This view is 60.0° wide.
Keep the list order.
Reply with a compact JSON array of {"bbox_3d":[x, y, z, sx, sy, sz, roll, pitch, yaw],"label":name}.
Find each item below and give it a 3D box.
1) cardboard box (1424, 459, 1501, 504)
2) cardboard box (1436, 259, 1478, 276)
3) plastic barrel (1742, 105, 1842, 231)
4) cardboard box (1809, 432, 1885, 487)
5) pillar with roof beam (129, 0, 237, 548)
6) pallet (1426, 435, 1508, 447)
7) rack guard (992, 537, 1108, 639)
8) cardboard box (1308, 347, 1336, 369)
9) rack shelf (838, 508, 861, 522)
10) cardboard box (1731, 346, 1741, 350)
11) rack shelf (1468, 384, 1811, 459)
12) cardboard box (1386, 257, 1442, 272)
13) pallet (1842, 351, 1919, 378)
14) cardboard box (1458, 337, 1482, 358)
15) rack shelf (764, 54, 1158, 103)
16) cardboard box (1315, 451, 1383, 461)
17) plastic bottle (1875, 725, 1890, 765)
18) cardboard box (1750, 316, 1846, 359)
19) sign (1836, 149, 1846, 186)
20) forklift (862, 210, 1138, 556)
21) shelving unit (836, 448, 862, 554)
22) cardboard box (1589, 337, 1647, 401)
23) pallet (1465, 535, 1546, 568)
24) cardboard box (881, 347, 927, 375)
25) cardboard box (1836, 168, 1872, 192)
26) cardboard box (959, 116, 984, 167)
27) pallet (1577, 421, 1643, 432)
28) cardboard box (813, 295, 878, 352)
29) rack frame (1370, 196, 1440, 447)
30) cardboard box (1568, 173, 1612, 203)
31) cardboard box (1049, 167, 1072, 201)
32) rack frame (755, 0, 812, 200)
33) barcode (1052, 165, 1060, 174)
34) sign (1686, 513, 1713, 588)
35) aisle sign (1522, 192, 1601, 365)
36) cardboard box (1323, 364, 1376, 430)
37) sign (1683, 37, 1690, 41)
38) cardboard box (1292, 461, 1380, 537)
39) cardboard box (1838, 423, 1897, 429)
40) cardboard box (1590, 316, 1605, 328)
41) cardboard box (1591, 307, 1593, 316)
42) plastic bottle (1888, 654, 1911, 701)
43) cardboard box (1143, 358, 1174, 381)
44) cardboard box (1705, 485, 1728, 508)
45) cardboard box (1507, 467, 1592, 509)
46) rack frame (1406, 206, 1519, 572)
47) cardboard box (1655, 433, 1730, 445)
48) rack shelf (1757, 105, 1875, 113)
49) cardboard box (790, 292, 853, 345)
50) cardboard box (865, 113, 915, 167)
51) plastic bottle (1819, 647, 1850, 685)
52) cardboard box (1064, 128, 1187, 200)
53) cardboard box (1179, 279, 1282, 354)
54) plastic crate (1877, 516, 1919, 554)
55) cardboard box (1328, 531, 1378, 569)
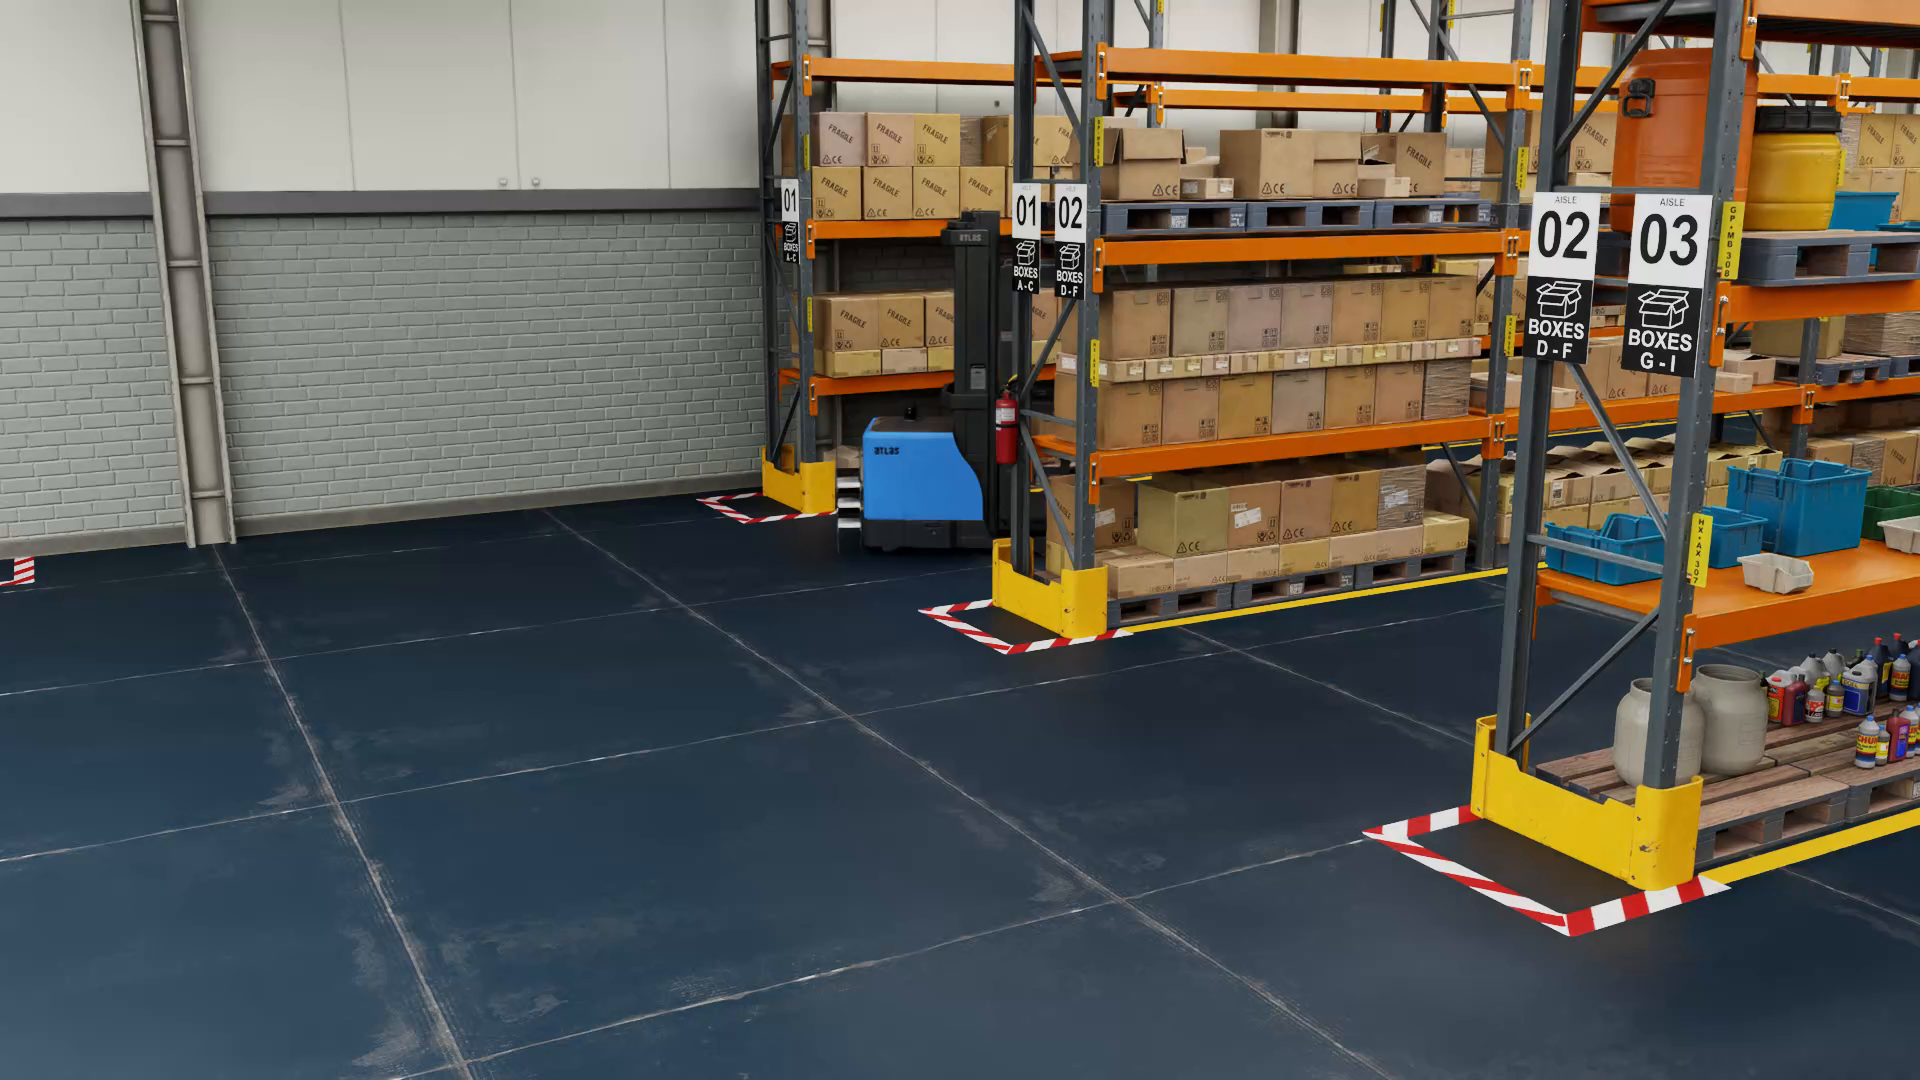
[{"bbox_3d":[4.409,-0.536,14.690,0.500,0.311,0.500,-7,14,-28],"label":"cardboard box"},{"bbox_3d":[5.873,-3.247,20.048,0.500,0.250,0.500,-6,14,-27],"label":"cardboard box"},{"bbox_3d":[3.990,-1.830,8.193,0.600,0.588,0.600,0,13,0],"label":"plastic barrel"},{"bbox_3d":[8.696,-0.767,16.374,0.500,0.500,0.500,-7,15,-30],"label":"cardboard box"},{"bbox_3d":[-4.700,-3.541,10.349,0.400,9.000,9.100,-7,14,-28],"label":"pillar with roof beam"},{"bbox_3d":[6.054,-1.385,20.781,1.213,0.211,1.003,-7,14,-28],"label":"pallet"},{"bbox_3d":[0.659,0.341,12.454,0.348,0.500,1.175,-7,14,-28],"label":"rack guard"},{"bbox_3d":[2.708,-1.435,12.949,0.250,0.149,0.380,-6,14,-26],"label":"cardboard box"},{"bbox_3d":[-0.976,-0.223,14.613,0.200,0.077,0.258,-1,13,-4],"label":"rack shelf"},{"bbox_3d":[10.683,-2.645,23.290,0.250,0.149,0.380,-7,14,-27],"label":"cardboard box"},{"bbox_3d":[5.947,-1.161,15.075,4.000,0.370,1.077,-7,14,-28],"label":"rack shelf"},{"bbox_3d":[5.599,-3.344,20.477,0.500,0.250,0.500,-6,14,-26],"label":"cardboard box"},{"bbox_3d":[9.407,-1.834,16.865,1.213,0.211,1.003,-7,14,-28],"label":"pallet"},{"bbox_3d":[4.055,-1.597,13.668,0.250,0.149,0.380,-7,14,-28],"label":"cardboard box"},{"bbox_3d":[0.059,-4.620,16.787,4.000,0.370,1.077,-7,14,-28],"label":"rack shelf"},{"bbox_3d":[3.199,-0.488,14.045,0.500,0.500,0.500,-7,14,-28],"label":"cardboard box"},{"bbox_3d":[4.882,1.083,8.836,0.097,0.201,0.097,0,13,0],"label":"plastic bottle"},{"bbox_3d":[8.201,-2.064,16.265,0.700,0.500,0.500,11,17,41],"label":"cardboard box"},{"bbox_3d":[7.961,-3.369,15.057,0.005,0.325,0.100,-7,14,-28],"label":"sign"},{"bbox_3d":[0.674,-1.405,14.675,3.031,2.935,1.130,1,13,2],"label":"forklift"},{"bbox_3d":[-0.976,-0.344,14.586,0.210,0.900,0.258,-1,13,-4],"label":"shelving unit"},{"bbox_3d":[5.775,-1.536,14.875,0.500,0.500,0.500,-7,14,-28],"label":"cardboard box"},{"bbox_3d":[4.819,-0.026,14.745,1.213,0.211,1.003,-7,14,-28],"label":"pallet"},{"bbox_3d":[-0.667,-1.819,16.657,0.500,0.250,0.500,-7,15,-30],"label":"cardboard box"},{"bbox_3d":[8.069,-3.287,15.823,0.500,0.500,0.910,-7,14,-28],"label":"cardboard box"},{"bbox_3d":[-0.081,-4.099,17.109,0.500,0.500,0.500,-7,14,-28],"label":"cardboard box"},{"bbox_3d":[8.195,-1.641,21.922,1.213,0.211,1.003,-7,14,-28],"label":"pallet"},{"bbox_3d":[-1.133,-2.130,16.329,0.500,0.500,0.500,-7,14,-28],"label":"cardboard box"},{"bbox_3d":[5.325,-2.677,20.171,0.127,3.000,1.000,-7,14,-28],"label":"rack frame"},{"bbox_3d":[5.218,-3.018,14.241,0.500,0.250,0.500,-8,15,-33],"label":"cardboard box"},{"bbox_3d":[1.040,-3.626,17.285,0.500,0.500,0.500,-8,15,-33],"label":"cardboard box"},{"bbox_3d":[-1.696,-4.762,15.773,0.127,3.000,1.000,-7,14,-28],"label":"rack frame"},{"bbox_3d":[0.714,-2.752,12.352,0.075,0.075,0.001,-7,14,-28],"label":"barcode"},{"bbox_3d":[3.310,0.046,7.444,0.005,0.325,0.100,-7,14,-28],"label":"sign"},{"bbox_3d":[2.845,-1.244,7.883,0.004,0.787,0.394,-7,14,-28],"label":"aisle sign"},{"bbox_3d":[2.903,-1.194,13.354,0.500,0.500,0.700,-7,14,-27],"label":"cardboard box"},{"bbox_3d":[9.107,-6.415,20.812,0.005,0.325,0.100,-7,14,-28],"label":"sign"},{"bbox_3d":[3.008,-0.336,13.370,0.500,0.500,0.500,-7,14,-28],"label":"cardboard box"},{"bbox_3d":[9.323,-0.972,17.287,0.500,0.500,0.500,-7,15,-30],"label":"cardboard box"},{"bbox_3d":[8.012,-2.806,21.271,0.250,0.149,0.380,-7,14,-28],"label":"cardboard box"},{"bbox_3d":[7.664,-3.097,21.089,0.500,0.500,0.500,-7,14,-28],"label":"cardboard box"},{"bbox_3d":[5.585,0.813,9.876,0.097,0.271,0.097,0,13,0],"label":"plastic bottle"},{"bbox_3d":[1.358,-1.274,12.234,0.250,0.149,0.380,-7,15,-29],"label":"cardboard box"},{"bbox_3d":[6.907,-0.429,15.488,0.500,0.250,0.500,-7,14,-29],"label":"cardboard box"},{"bbox_3d":[5.115,-0.486,14.464,0.500,0.311,0.500,-7,14,-29],"label":"cardboard box"},{"bbox_3d":[4.191,-1.302,14.061,0.127,3.000,1.000,-7,14,-28],"label":"rack frame"},{"bbox_3d":[7.102,-0.861,16.132,0.500,0.311,0.500,-6,14,-26],"label":"cardboard box"},{"bbox_3d":[10.592,-5.689,22.440,4.000,0.370,1.077,-7,14,-28],"label":"rack shelf"},{"bbox_3d":[-1.385,-2.228,16.766,0.500,0.500,0.500,-7,14,-28],"label":"cardboard box"},{"bbox_3d":[-0.777,-3.882,16.142,0.500,0.500,0.500,-7,14,-29],"label":"cardboard box"},{"bbox_3d":[5.115,0.801,9.751,0.185,0.351,0.144,-7,14,-28],"label":"plastic bottle"},{"bbox_3d":[1.187,-2.727,12.054,0.637,0.503,0.797,-6,14,-24],"label":"cardboard box"},{"bbox_3d":[2.044,-1.724,12.757,0.500,0.500,0.700,-7,14,-28],"label":"cardboard box"},{"bbox_3d":[5.258,0.002,8.871,0.437,0.136,0.530,-7,14,-28],"label":"plastic crate"},{"bbox_3d":[3.014,0.032,13.441,0.500,0.250,0.500,-7,14,-28],"label":"cardboard box"}]
